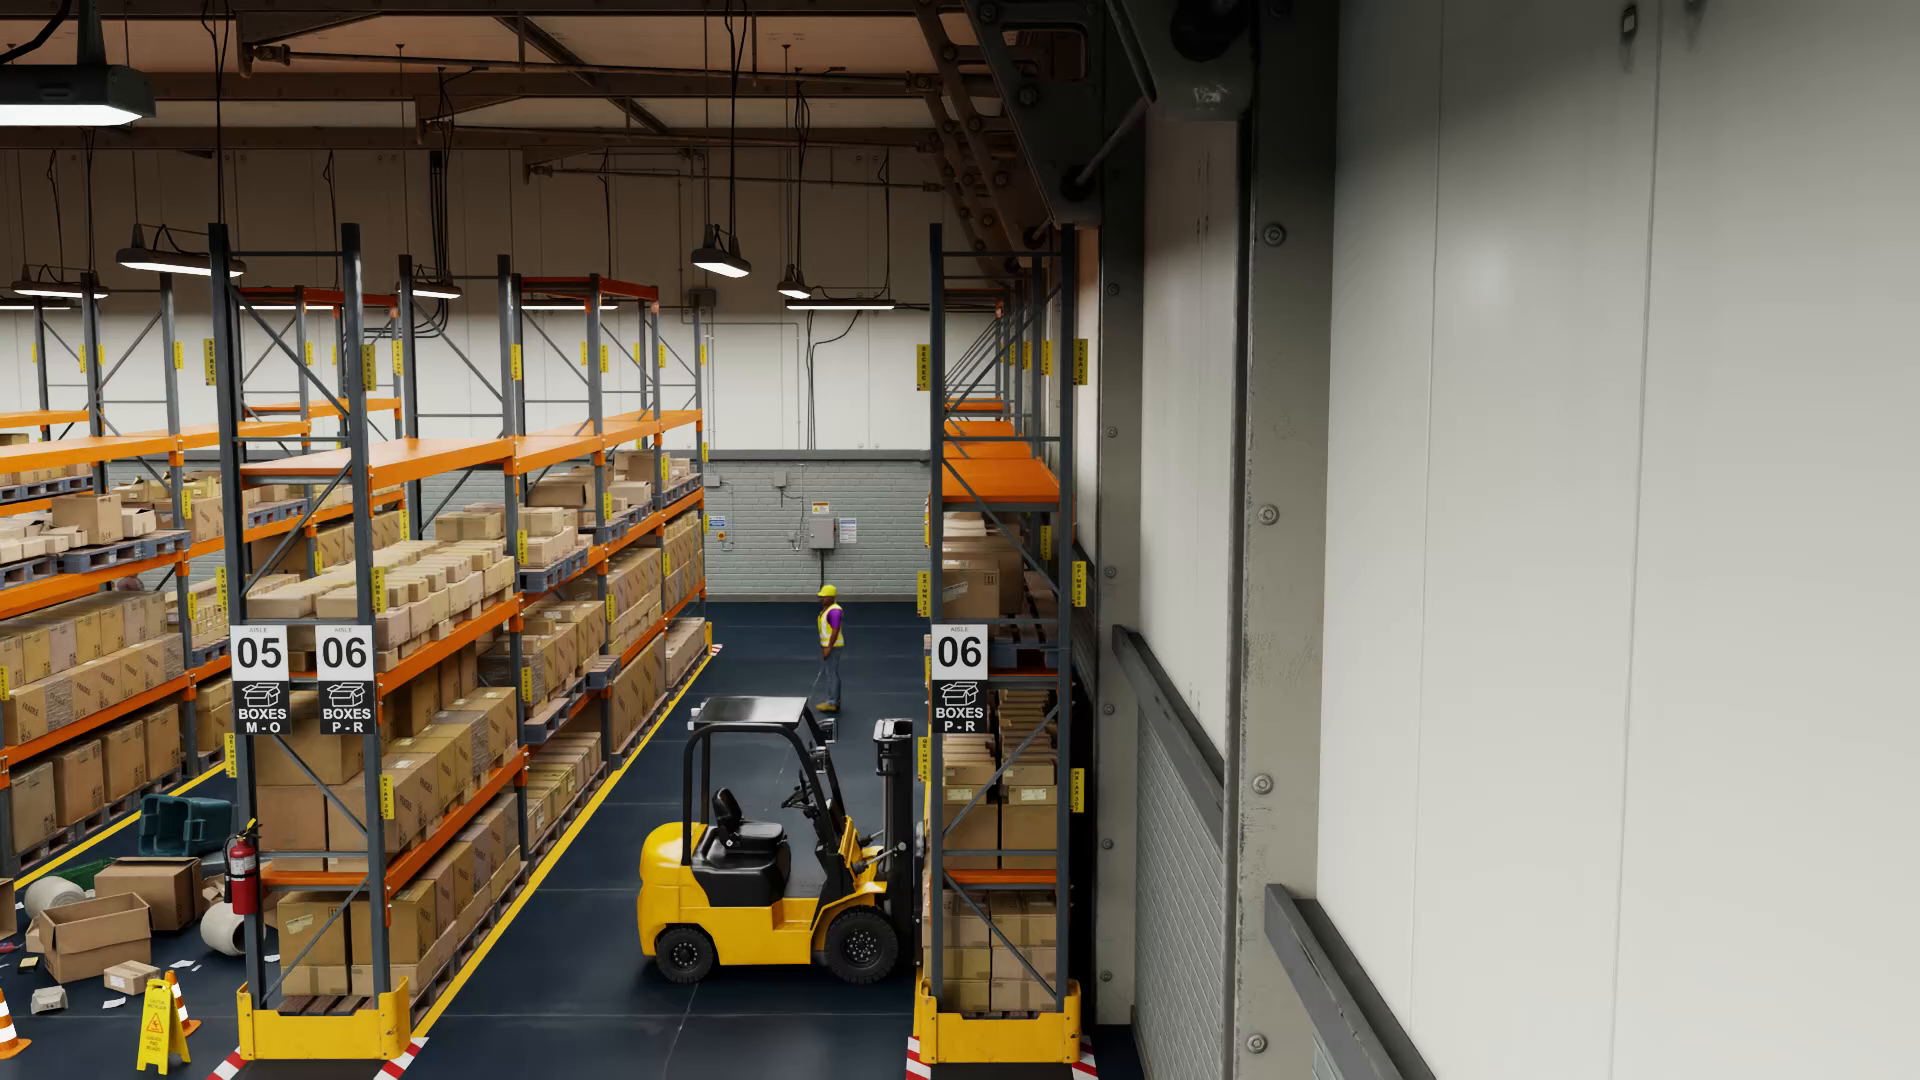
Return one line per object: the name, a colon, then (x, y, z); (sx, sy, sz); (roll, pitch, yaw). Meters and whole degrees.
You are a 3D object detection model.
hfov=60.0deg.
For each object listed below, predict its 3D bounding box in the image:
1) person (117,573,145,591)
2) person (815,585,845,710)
person: (-12.996, 1.214, 26.273); (0.421, 1.776, 0.663); (-1, 7, -6)
person: (-1.872, 1.523, 23.653); (0.433, 1.774, 0.585); (-2, 7, -14)
